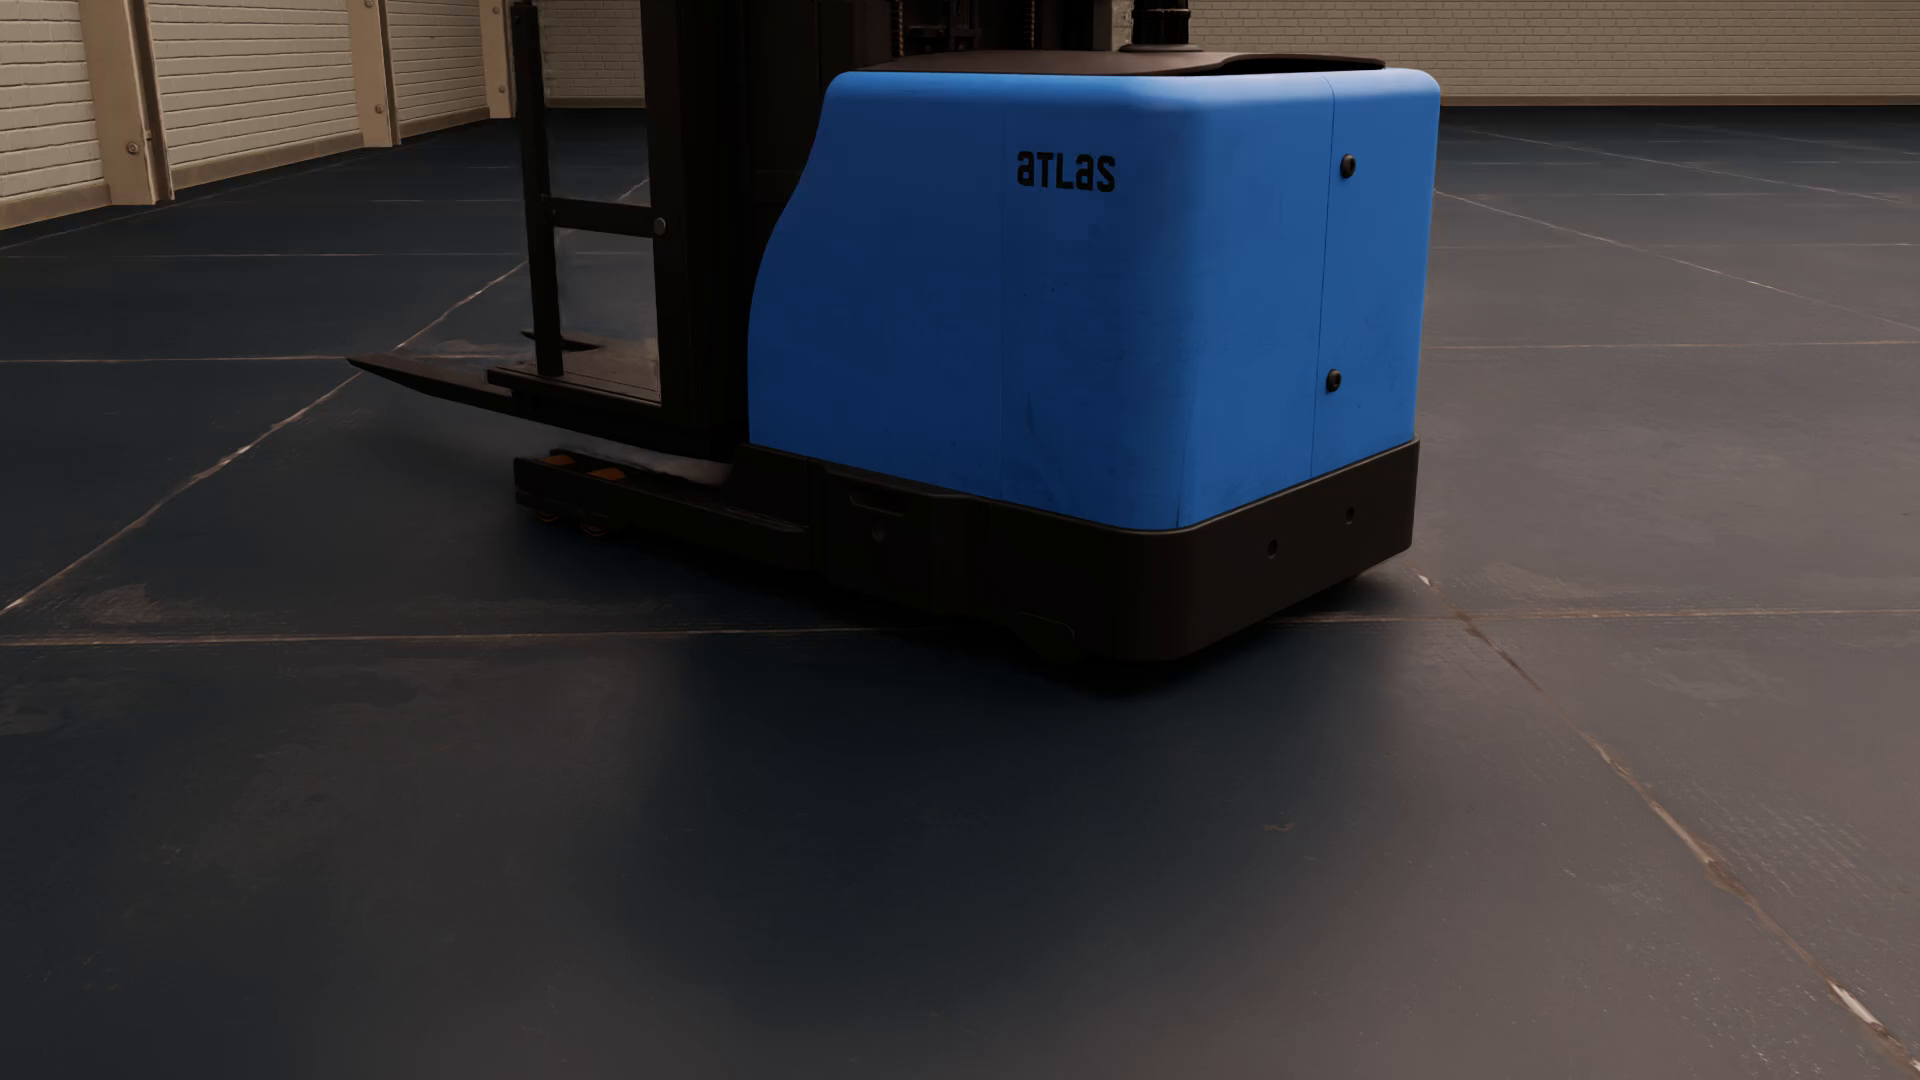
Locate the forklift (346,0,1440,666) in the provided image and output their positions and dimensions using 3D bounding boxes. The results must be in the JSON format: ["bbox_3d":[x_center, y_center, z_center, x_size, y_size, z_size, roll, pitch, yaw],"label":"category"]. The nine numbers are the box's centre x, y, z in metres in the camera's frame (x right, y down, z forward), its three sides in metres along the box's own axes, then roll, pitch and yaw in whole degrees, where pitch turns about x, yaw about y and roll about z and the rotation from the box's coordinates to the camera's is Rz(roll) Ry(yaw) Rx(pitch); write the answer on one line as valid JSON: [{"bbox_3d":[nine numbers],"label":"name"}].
[{"bbox_3d":[-0.453,-1.509,3.839,3.031,2.935,1.130,14,22,39],"label":"forklift"}]
